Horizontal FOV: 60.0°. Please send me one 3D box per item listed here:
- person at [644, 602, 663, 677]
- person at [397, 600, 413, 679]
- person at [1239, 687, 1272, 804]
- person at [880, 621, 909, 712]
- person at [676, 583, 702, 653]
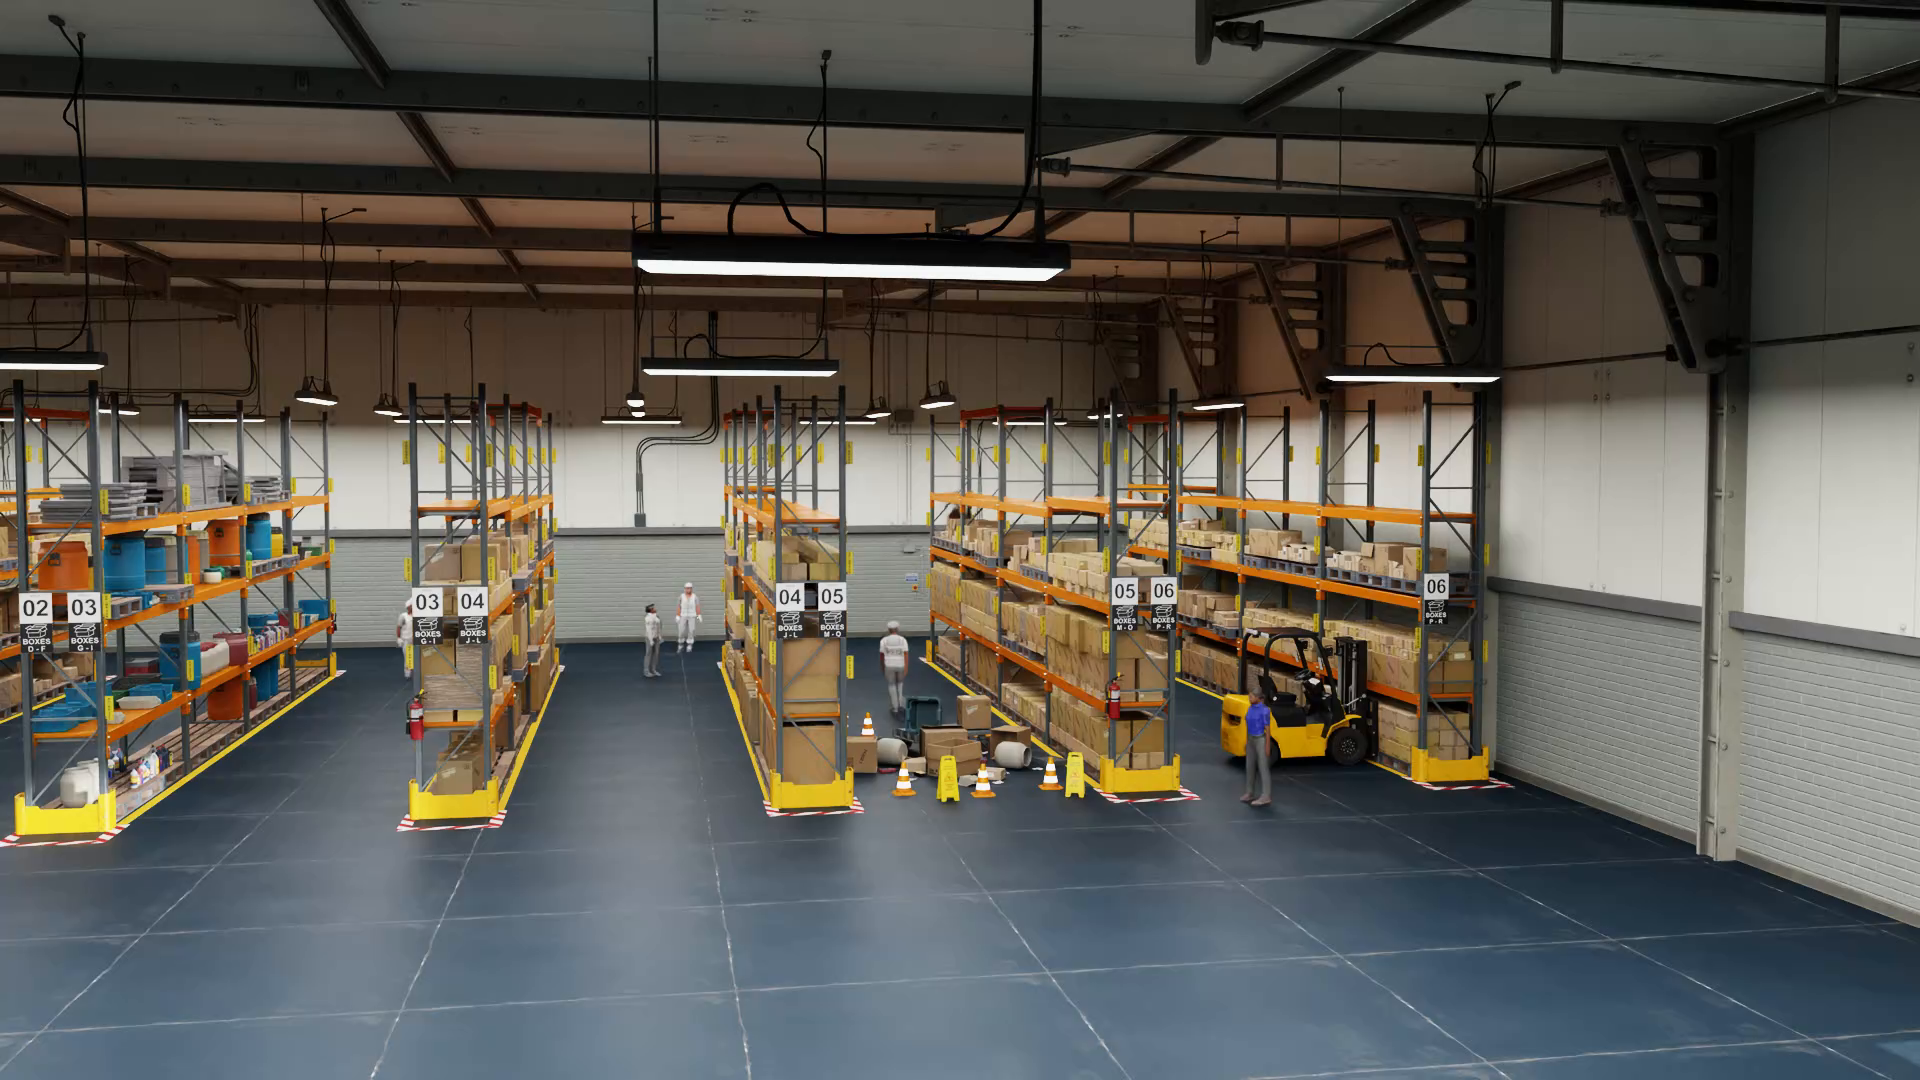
[{"bbox_3d":[-6.971,2.246,37.772,0.341,1.709,0.531,1,3,24],"label":"person"},{"bbox_3d":[-12.320,2.222,37.403,0.663,1.731,1.035,-1,3,-13],"label":"person"},{"bbox_3d":[4.255,2.966,23.984,0.391,1.636,0.497,-2,3,-29],"label":"person"},{"bbox_3d":[-1.301,2.481,32.348,0.528,1.815,0.679,-1,3,-17],"label":"person"},{"bbox_3d":[-6.889,1.988,42.248,0.661,1.813,0.392,0,3,-5],"label":"person"}]
